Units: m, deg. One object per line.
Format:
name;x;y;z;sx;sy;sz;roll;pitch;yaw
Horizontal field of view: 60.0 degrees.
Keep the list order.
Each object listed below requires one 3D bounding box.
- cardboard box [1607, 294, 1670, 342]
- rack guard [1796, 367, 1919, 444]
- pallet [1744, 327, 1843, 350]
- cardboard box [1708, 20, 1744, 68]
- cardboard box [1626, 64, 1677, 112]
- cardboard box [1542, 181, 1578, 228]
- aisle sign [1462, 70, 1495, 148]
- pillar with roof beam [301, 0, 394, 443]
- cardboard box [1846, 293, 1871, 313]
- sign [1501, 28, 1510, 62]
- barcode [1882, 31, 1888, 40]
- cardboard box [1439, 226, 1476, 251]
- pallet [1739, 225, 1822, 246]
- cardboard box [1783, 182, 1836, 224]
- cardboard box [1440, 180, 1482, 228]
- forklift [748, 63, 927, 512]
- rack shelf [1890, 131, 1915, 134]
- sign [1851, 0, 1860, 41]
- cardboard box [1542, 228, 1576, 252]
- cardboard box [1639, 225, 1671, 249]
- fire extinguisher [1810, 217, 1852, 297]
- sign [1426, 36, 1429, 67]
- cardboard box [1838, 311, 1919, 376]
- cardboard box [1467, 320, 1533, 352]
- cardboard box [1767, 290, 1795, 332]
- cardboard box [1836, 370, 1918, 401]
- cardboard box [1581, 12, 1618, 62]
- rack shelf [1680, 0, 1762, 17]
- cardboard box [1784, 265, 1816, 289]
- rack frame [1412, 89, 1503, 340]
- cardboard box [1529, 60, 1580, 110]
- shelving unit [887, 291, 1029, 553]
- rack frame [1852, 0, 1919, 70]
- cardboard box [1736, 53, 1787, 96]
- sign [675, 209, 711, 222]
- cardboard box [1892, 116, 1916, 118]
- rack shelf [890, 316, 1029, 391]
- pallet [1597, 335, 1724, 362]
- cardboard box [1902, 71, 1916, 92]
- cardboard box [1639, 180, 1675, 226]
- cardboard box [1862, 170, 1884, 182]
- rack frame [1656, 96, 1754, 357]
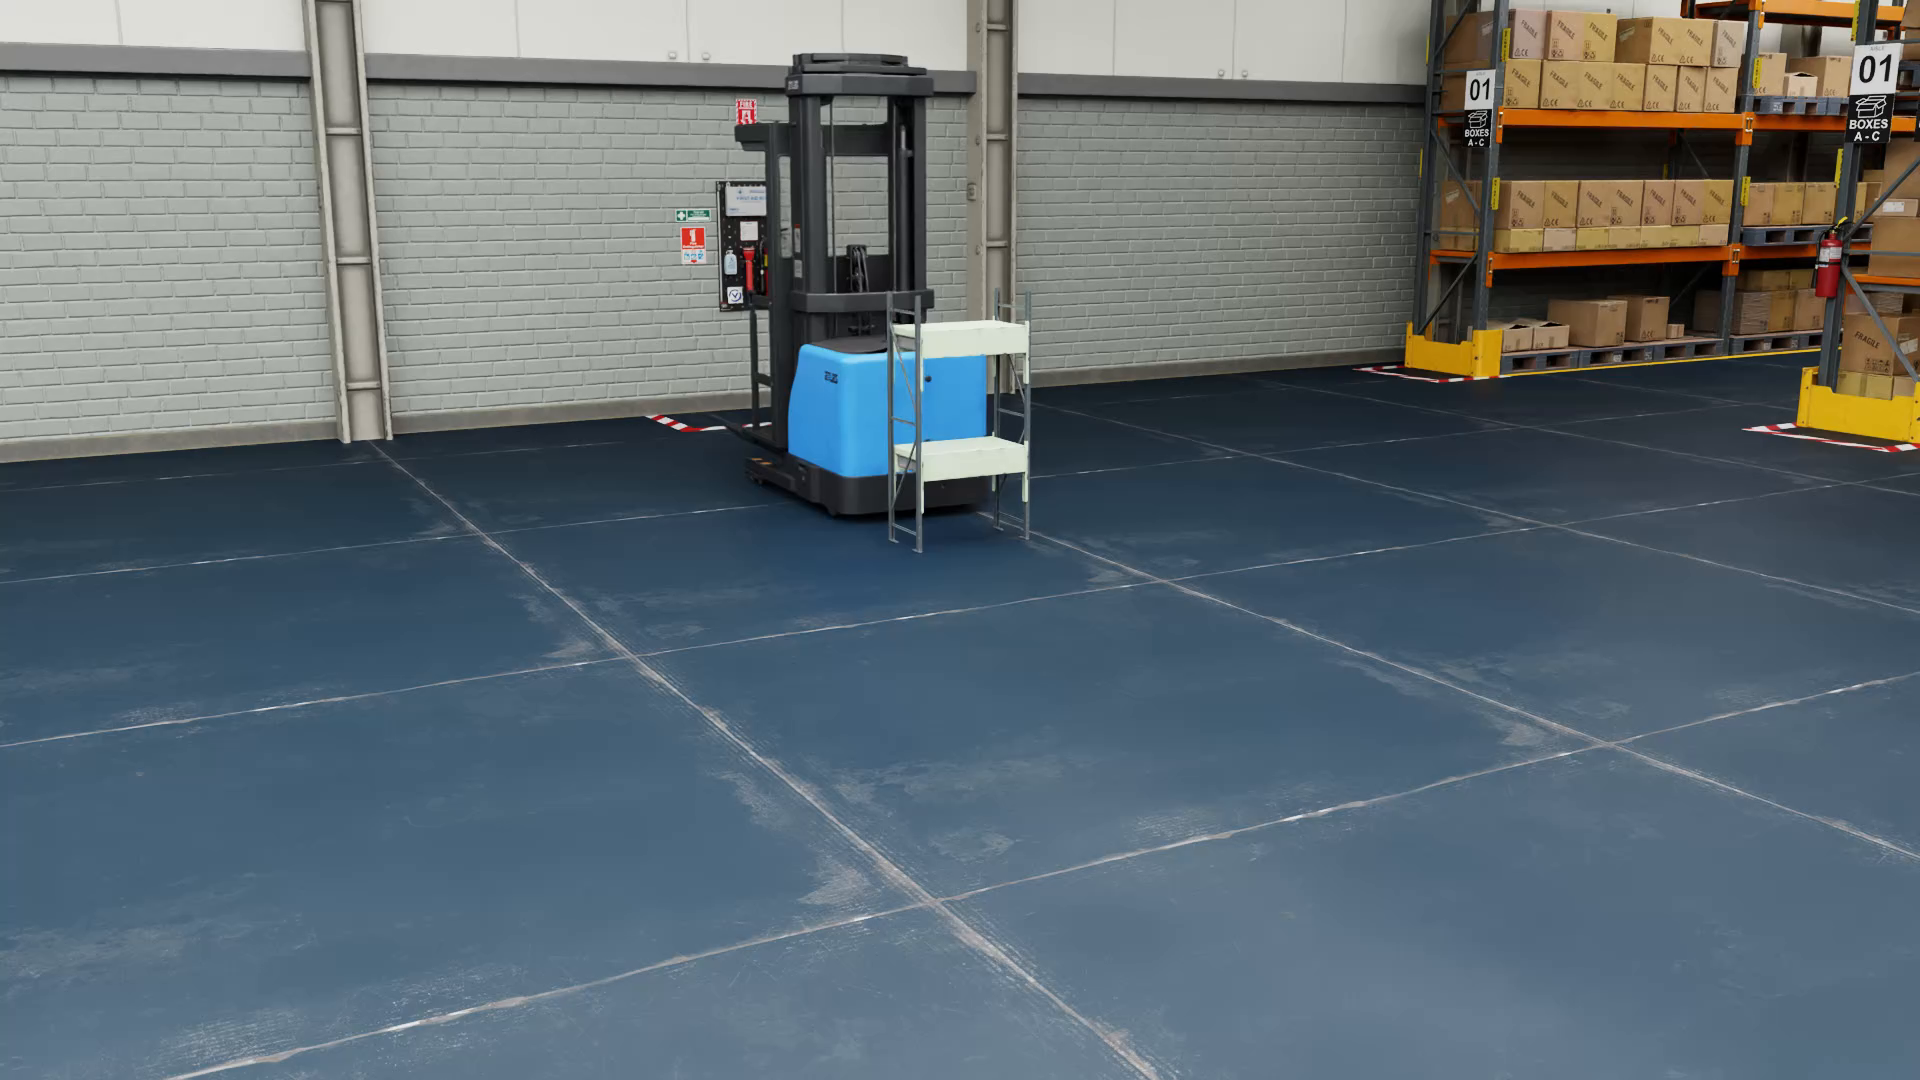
cardboard box;7.995;-2.630;19.653;0.500;0.500;0.500;-8;15;-32
rack guard;7.732;-1.154;14.099;0.348;0.500;1.175;-7;14;-28
pallet;10.642;-2.602;21.192;1.213;0.211;1.003;-7;14;-28
cardboard box;8.578;-5.656;19.028;0.500;0.500;0.500;-8;15;-33
cardboard box;7.644;-5.056;18.639;0.500;0.500;0.500;-7;15;-30
cardboard box;6.378;-3.675;18.197;0.500;0.500;0.500;-7;14;-28
aisle sign;5.457;-4.533;17.500;0.004;0.787;0.394;-7;14;-28
pillar with roof beam;-2.894;-4.406;9.190;0.400;9.000;9.100;-7;14;-28
cardboard box;11.283;-3.050;21.520;0.500;0.500;0.700;-7;14;-28
sign;5.636;-5.116;17.187;0.005;0.325;0.100;-7;14;-28
barcode;7.787;-4.248;13.997;0.075;0.075;0.001;-7;14;-28
cardboard box;5.694;-3.354;18.475;0.500;0.250;0.500;-7;14;-27
pallet;9.628;-3.710;20.200;1.213;0.211;1.003;-7;14;-28
cardboard box;10.407;-4.194;20.685;0.500;0.500;0.700;-5;14;-20
cardboard box;5.688;-3.724;18.411;0.500;0.500;0.500;-7;14;-28
forklift;8.699;-0.227;4.588;12.119;2.867;22.305;-6;14;-25
rack shelf;14.154;-5.495;22.501;4.000;0.370;1.077;-7;14;-28
sign;7.505;-4.339;13.890;0.005;0.325;0.100;-7;14;-28
cardboard box;6.406;-3.315;18.302;0.500;0.250;0.500;-7;15;-30
cardboard box;7.741;-3.473;19.005;0.500;0.250;0.500;-7;14;-28
fire extinguisher;7.427;-2.416;14.187;0.183;0.674;0.296;-7;14;-28
sign;5.128;-5.335;18.135;0.005;0.325;0.100;-7;14;-28
cardboard box;8.081;-1.719;14.515;0.500;0.500;0.500;-7;14;-28
cardboard box;6.027;-2.289;18.570;0.500;0.311;0.500;-9;15;-34
cardboard box;9.955;-2.891;20.815;0.500;0.500;0.700;-7;15;-29
cardboard box;8.082;-1.353;14.596;0.500;0.250;0.500;-7;14;-28
cardboard box;6.740;-5.433;18.037;0.500;0.500;0.500;-6;14;-26
rack shelf;7.132;-6.115;18.432;4.000;0.370;1.077;-7;14;-28
cardboard box;10.812;-3.344;21.121;0.500;0.250;0.500;-7;14;-28
rack frame;5.376;-3.331;18.076;0.127;3.000;1.000;-7;14;-28
cardboard box;6.278;-4.889;17.897;0.500;0.500;0.500;-6;14;-24
shelving unit;-0.009;-0.731;9.940;0.748;1.500;0.431;-7;14;-28
rack frame;7.753;-5.303;13.178;0.127;3.000;1.000;-7;14;-28
cardboard box;9.406;-5.511;19.747;0.500;0.500;0.500;-5;13;-20
sign;-2.404;-2.923;14.979;0.331;0.109;0.001;-7;14;-28
cardboard box;11.896;-5.474;20.927;0.500;0.311;0.500;-7;14;-28
rack shelf;-0.006;-1.112;9.856;0.720;0.370;0.431;-7;14;-28
pallet;8.315;-2.313;19.908;1.213;0.211;1.003;-7;14;-28
cardboard box;12.788;-5.960;21.699;0.500;0.500;0.700;-8;15;-32
cardboard box;7.738;-3.840;18.928;0.500;0.500;0.500;-7;15;-29
cardboard box;11.835;-4.673;21.336;0.250;0.149;0.380;-10;16;-37
rack frame;8.887;-3.751;19.946;0.127;3.000;1.000;-7;14;-28
